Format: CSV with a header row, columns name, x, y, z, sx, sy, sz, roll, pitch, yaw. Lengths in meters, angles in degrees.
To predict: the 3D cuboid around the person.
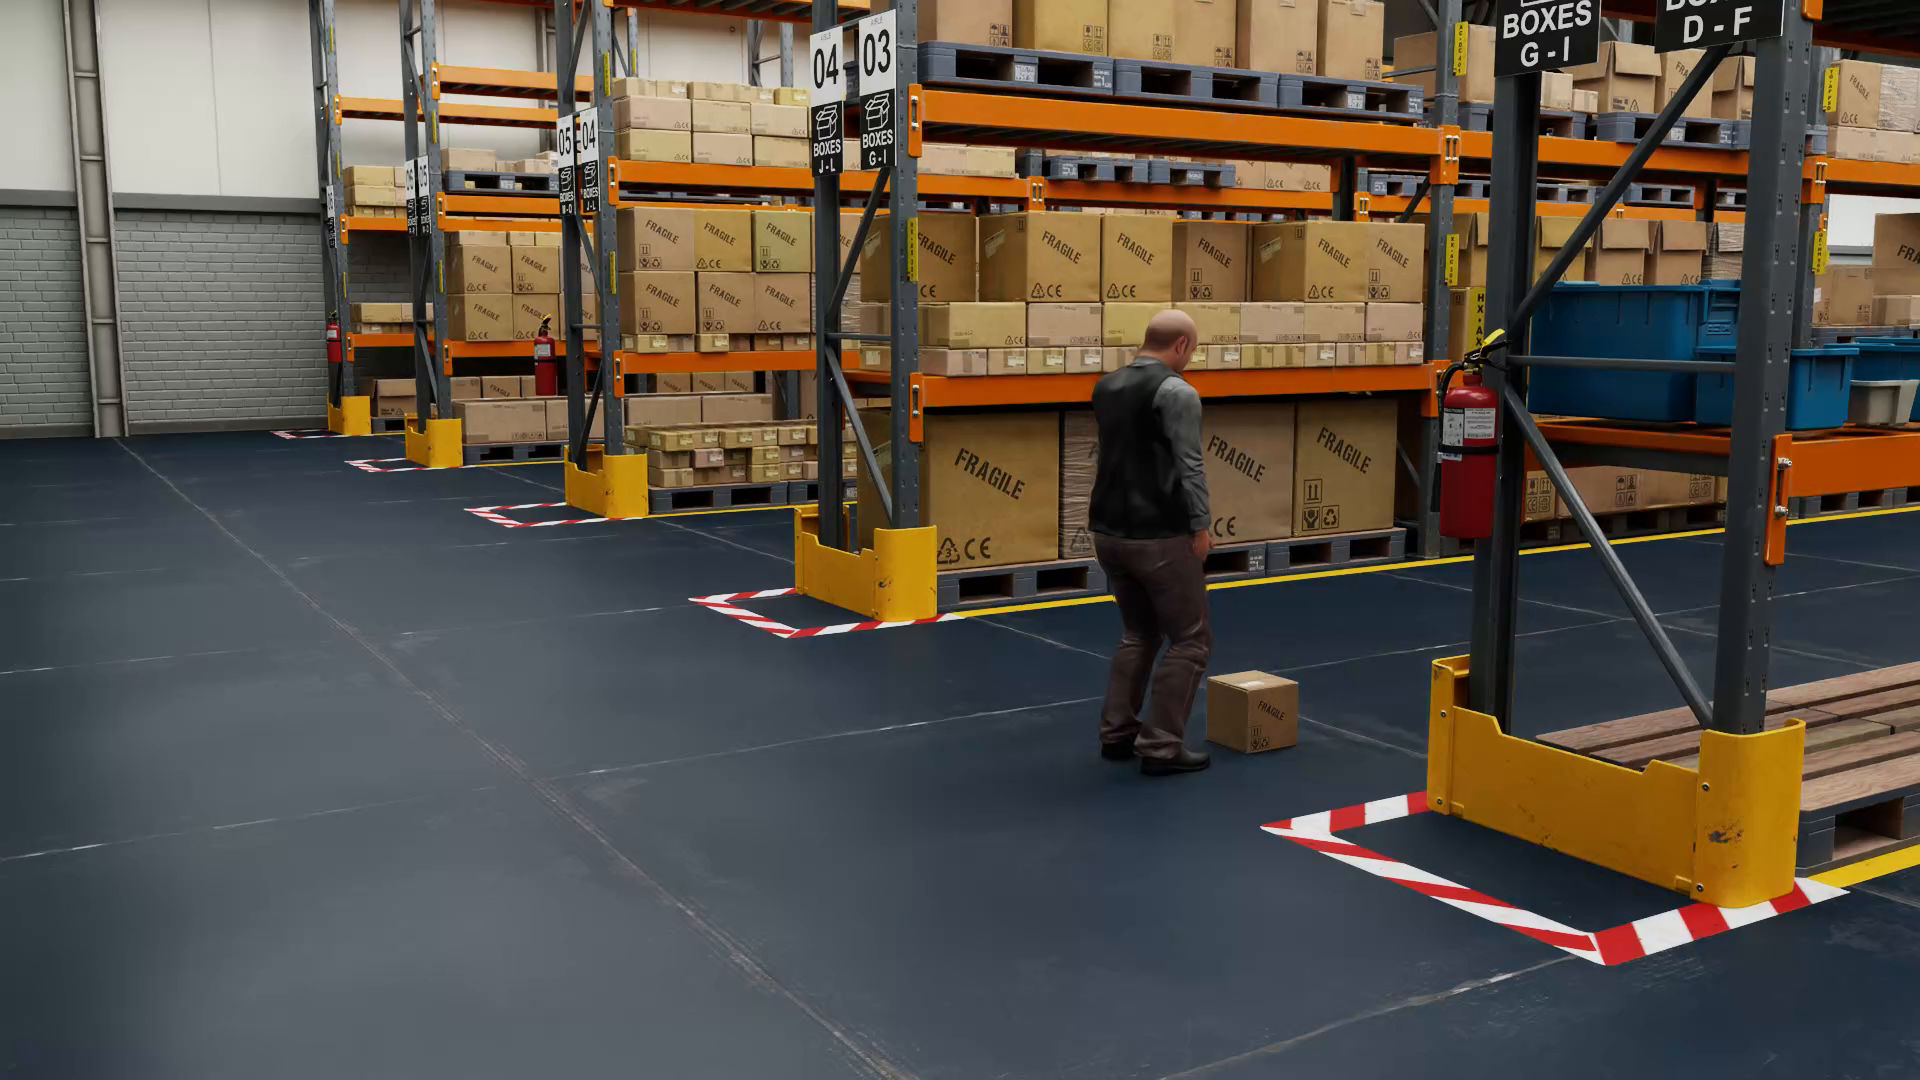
name,x,y,z,sx,sy,sz,roll,pitch,yaw
person,0.695,-0.003,6.124,0.423,1.678,0.556,-5,9,-29
